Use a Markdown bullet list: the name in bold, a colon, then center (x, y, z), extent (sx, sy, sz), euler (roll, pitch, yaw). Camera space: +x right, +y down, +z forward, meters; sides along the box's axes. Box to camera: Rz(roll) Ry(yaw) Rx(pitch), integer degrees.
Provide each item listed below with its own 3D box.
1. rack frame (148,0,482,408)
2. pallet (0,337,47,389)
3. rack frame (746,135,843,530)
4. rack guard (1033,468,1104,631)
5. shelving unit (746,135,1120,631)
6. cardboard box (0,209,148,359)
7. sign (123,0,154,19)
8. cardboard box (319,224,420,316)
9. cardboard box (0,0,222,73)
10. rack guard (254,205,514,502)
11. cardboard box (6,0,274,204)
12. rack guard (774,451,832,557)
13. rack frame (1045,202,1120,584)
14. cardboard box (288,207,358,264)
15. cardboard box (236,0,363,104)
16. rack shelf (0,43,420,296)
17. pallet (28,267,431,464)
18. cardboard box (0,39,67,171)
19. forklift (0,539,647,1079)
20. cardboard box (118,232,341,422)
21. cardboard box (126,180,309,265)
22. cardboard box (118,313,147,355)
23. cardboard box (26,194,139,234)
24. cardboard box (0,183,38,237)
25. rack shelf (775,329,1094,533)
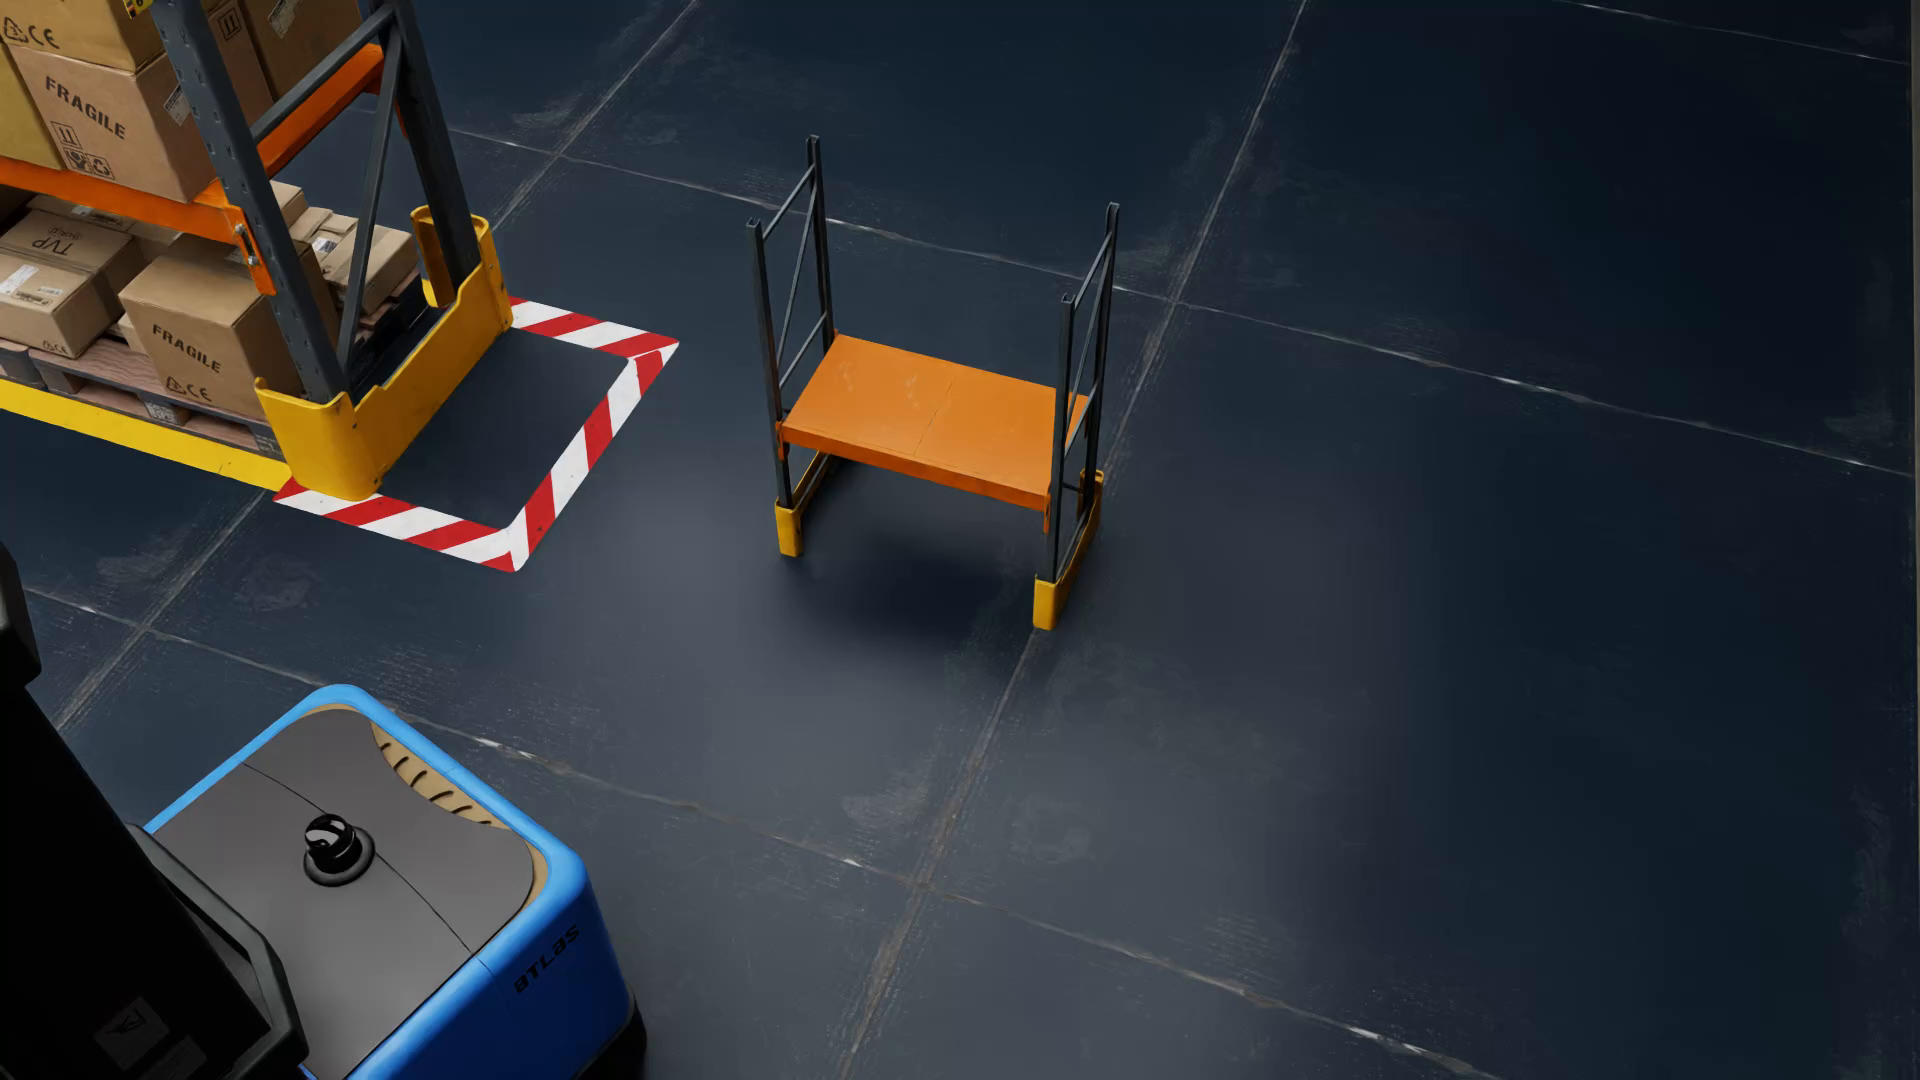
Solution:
- **rack frame**: center (-2.169, -1.554, 5.612), extent (0.127, 3.000, 1.000), euler (16, 51, 13)
- **pallet**: center (-4.129, -1.189, 7.141), extent (1.213, 0.211, 1.003), euler (16, 51, 13)
- **rack frame**: center (-0.557, -0.647, 5.818), extent (0.032, 1.500, 0.500), euler (16, 51, 13)
- **rack guard**: center (0.396, 0.029, 6.060), extent (0.087, 0.250, 0.587), euler (16, 51, 13)
- **shelving unit**: center (-0.072, -0.511, 5.701), extent (1.083, 1.500, 0.587), euler (16, 51, 13)
- **cardboard box**: center (-3.645, -1.035, 6.691), extent (0.500, 0.250, 0.500), euler (16, 51, 13)
- **sign**: center (-2.380, -1.649, 4.719), extent (0.005, 0.325, 0.100), euler (16, 51, 13)
- **cardboard box**: center (-2.442, -1.118, 6.829), extent (0.250, 0.149, 0.380), euler (16, 51, 13)
- **cardboard box**: center (-2.681, -1.836, 5.128), extent (0.500, 0.500, 0.500), euler (15, 51, 13)
- **rack guard**: center (-2.240, -0.755, 6.574), extent (0.348, 0.500, 1.175), euler (16, 51, 13)
- **cardboard box**: center (-2.683, -1.511, 5.509), extent (0.500, 0.500, 0.500), euler (17, 51, 14)
- **rack guard**: center (-0.539, -0.232, 6.286), extent (0.087, 0.250, 0.587), euler (16, 51, 13)
- **rack frame**: center (0.397, -0.380, 5.587), extent (0.032, 1.500, 0.500), euler (16, 51, 13)
- **cardboard box**: center (-2.677, -1.189, 6.879), extent (0.250, 0.166, 0.380), euler (16, 51, 13)
- **cardboard box**: center (-2.493, -1.890, 5.837), extent (0.500, 0.500, 0.500), euler (17, 51, 14)
- **rack shelf**: center (-4.045, -1.842, 6.338), extent (4.000, 0.370, 1.077), euler (16, 51, 13)
- **pallet**: center (-2.988, -0.869, 6.863), extent (1.213, 0.211, 1.003), euler (16, 51, 13)
- **cardboard box**: center (-3.171, -1.645, 5.624), extent (0.500, 0.500, 0.500), euler (16, 51, 13)
- **forklift**: center (-2.214, 1.214, 3.258), extent (1.130, 2.935, 3.031), euler (30, 56, 24)
- **cardboard box**: center (-2.764, -0.847, 6.362), extent (0.500, 0.500, 0.500), euler (16, 51, 13)
- **cardboard box**: center (-3.049, -1.272, 6.896), extent (0.500, 0.250, 0.500), euler (16, 51, 13)
- **cardboard box**: center (-3.113, -0.908, 6.636), extent (0.250, 0.166, 0.380), euler (16, 51, 13)
- **cardboard box**: center (-3.518, -1.403, 7.009), extent (0.500, 0.250, 0.500), euler (16, 51, 13)
- **cardboard box**: center (-4.157, -1.440, 6.874), extent (0.637, 0.503, 0.797), euler (16, 51, 13)
- **rack shelf**: center (-0.080, -0.396, 5.839), extent (1.000, 0.185, 0.538), euler (16, 51, 13)
